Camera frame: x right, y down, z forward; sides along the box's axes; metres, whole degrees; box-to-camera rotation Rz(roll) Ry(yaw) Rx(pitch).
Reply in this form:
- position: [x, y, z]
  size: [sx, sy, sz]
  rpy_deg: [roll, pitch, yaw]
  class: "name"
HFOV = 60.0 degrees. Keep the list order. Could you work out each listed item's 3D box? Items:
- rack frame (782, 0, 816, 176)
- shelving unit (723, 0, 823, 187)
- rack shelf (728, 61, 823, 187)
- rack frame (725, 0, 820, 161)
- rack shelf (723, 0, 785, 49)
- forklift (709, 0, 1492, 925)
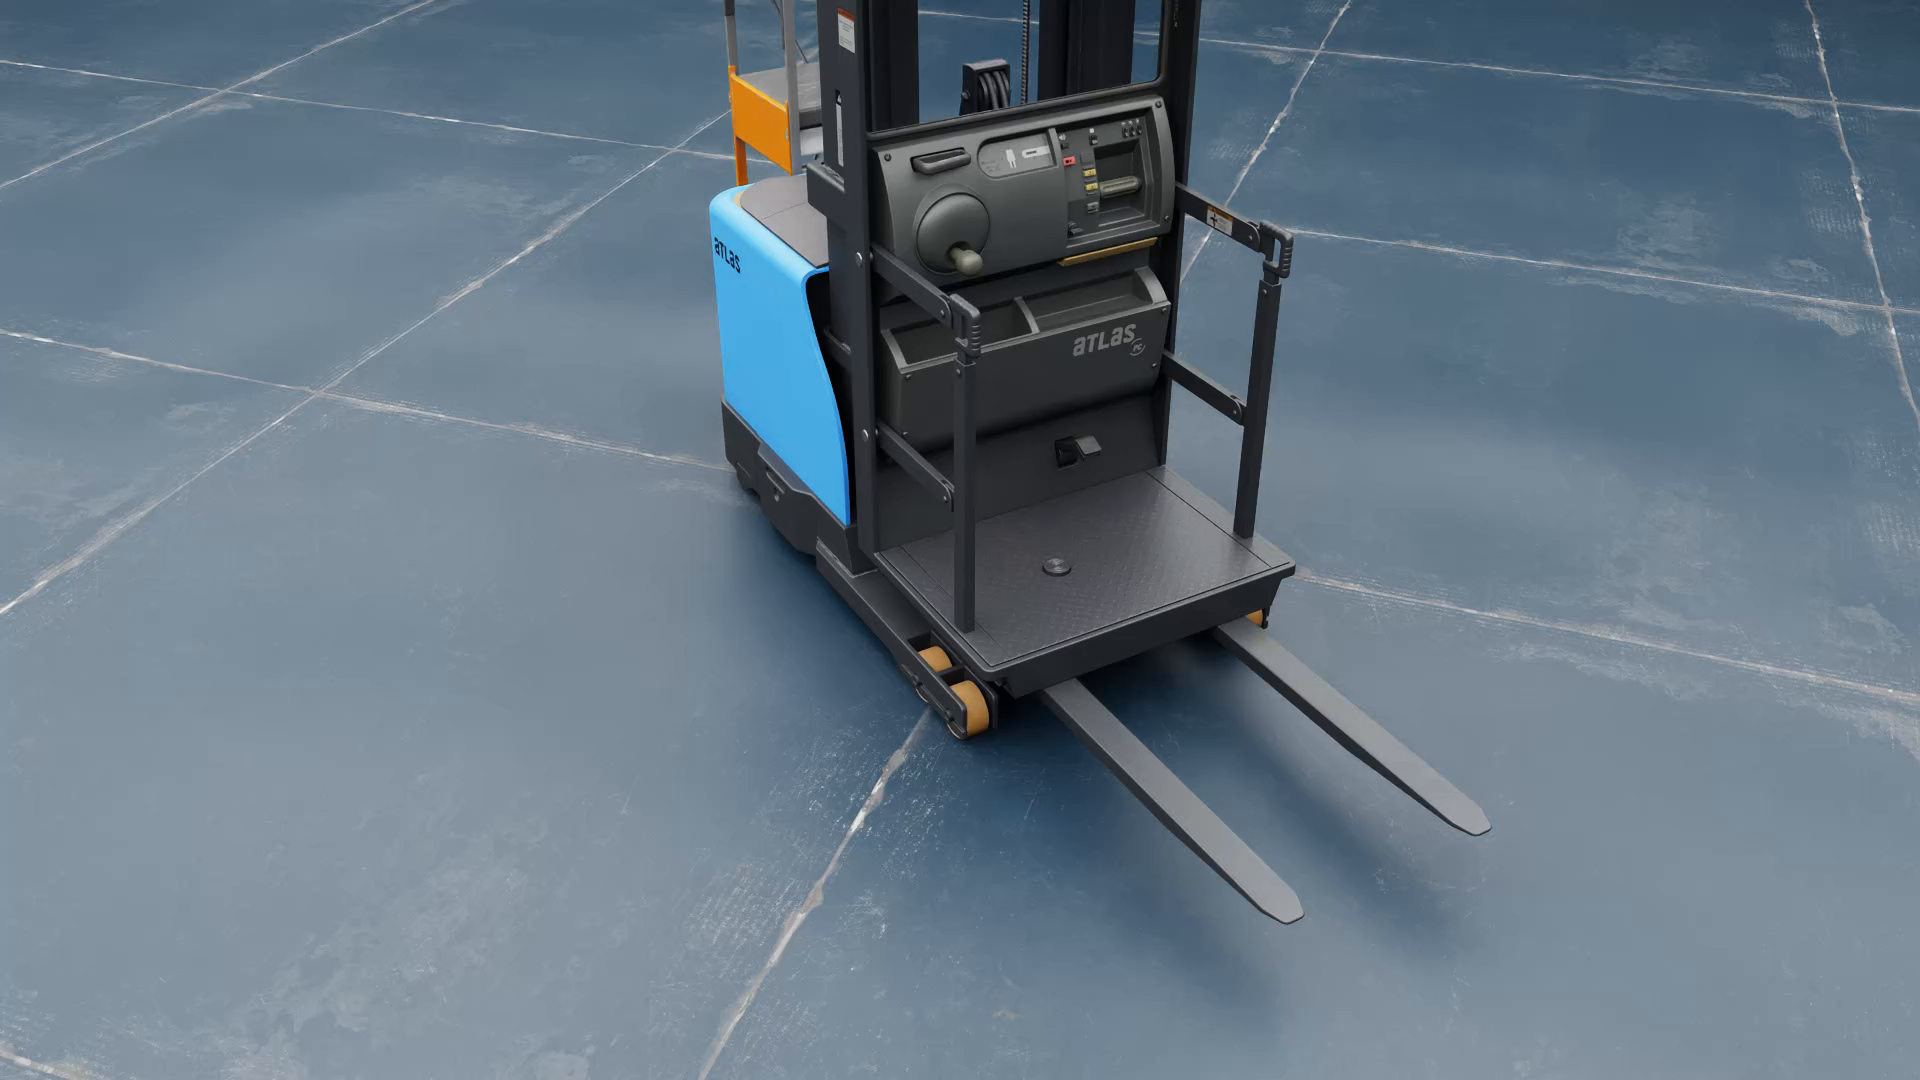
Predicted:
- position: [-0.414, -1.341, 5.891]
  size: [0.400, 2.100, 0.015]
  rpy_deg: [-18, 37, -26]
  class: "rack frame"
- position: [-0.539, -1.455, 6.067]
  size: [0.431, 2.100, 0.503]
  rpy_deg: [-18, 37, -26]
  class: "shelving unit"
- position: [-0.539, -1.443, 6.075]
  size: [0.431, 0.518, 0.480]
  rpy_deg: [-18, 37, -26]
  class: "rack shelf"
- position: [-0.665, -1.568, 6.243]
  size: [0.400, 2.100, 0.015]
  rpy_deg: [-18, 37, -26]
  class: "rack frame"
- position: [-0.539, -2.031, 5.695]
  size: [0.431, 0.518, 0.480]
  rpy_deg: [-18, 37, -26]
  class: "rack shelf"
- position: [0.309, -0.938, 4.501]
  size: [1.130, 2.935, 3.031]
  rpy_deg: [-17, 37, -25]
  class: "forklift"
